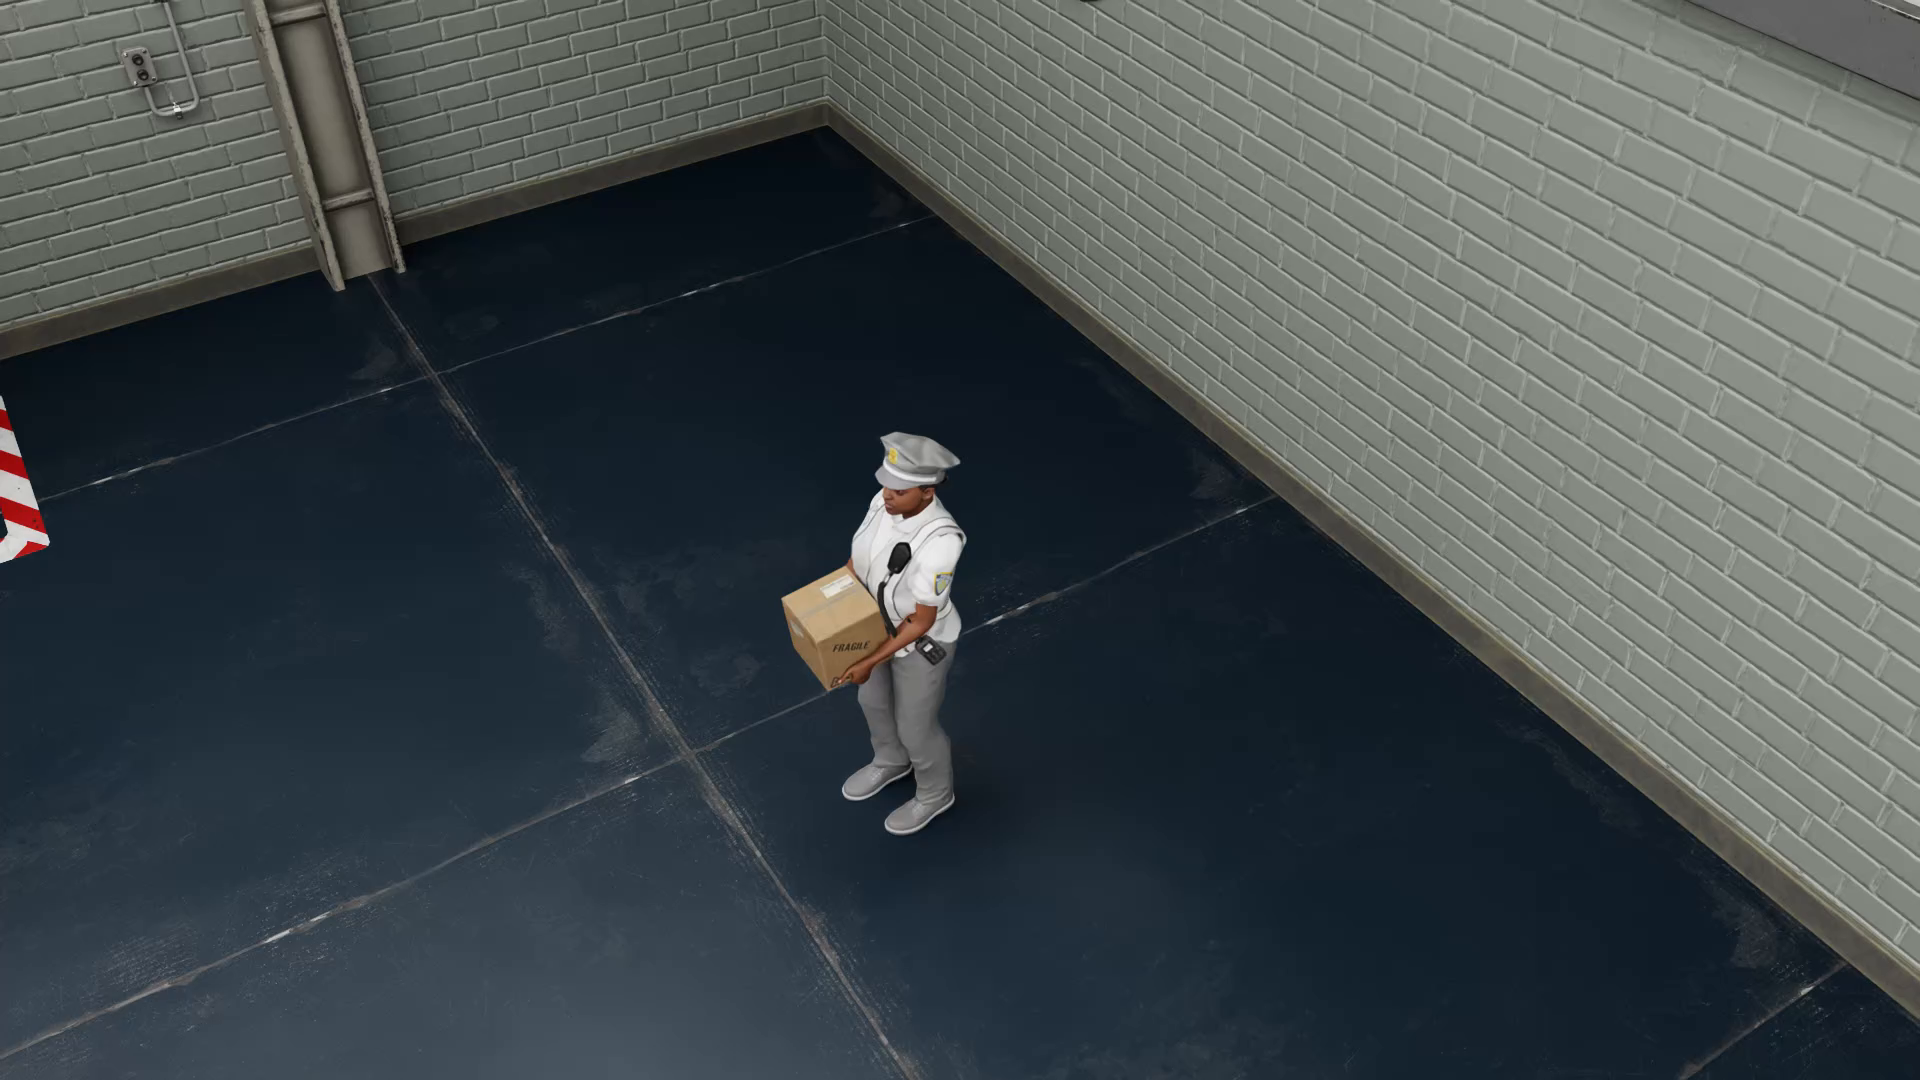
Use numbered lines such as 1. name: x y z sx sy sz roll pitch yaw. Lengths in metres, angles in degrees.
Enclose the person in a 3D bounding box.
1. person: -0.256 0.347 5.742 0.514 1.690 0.450 -22 46 -23
